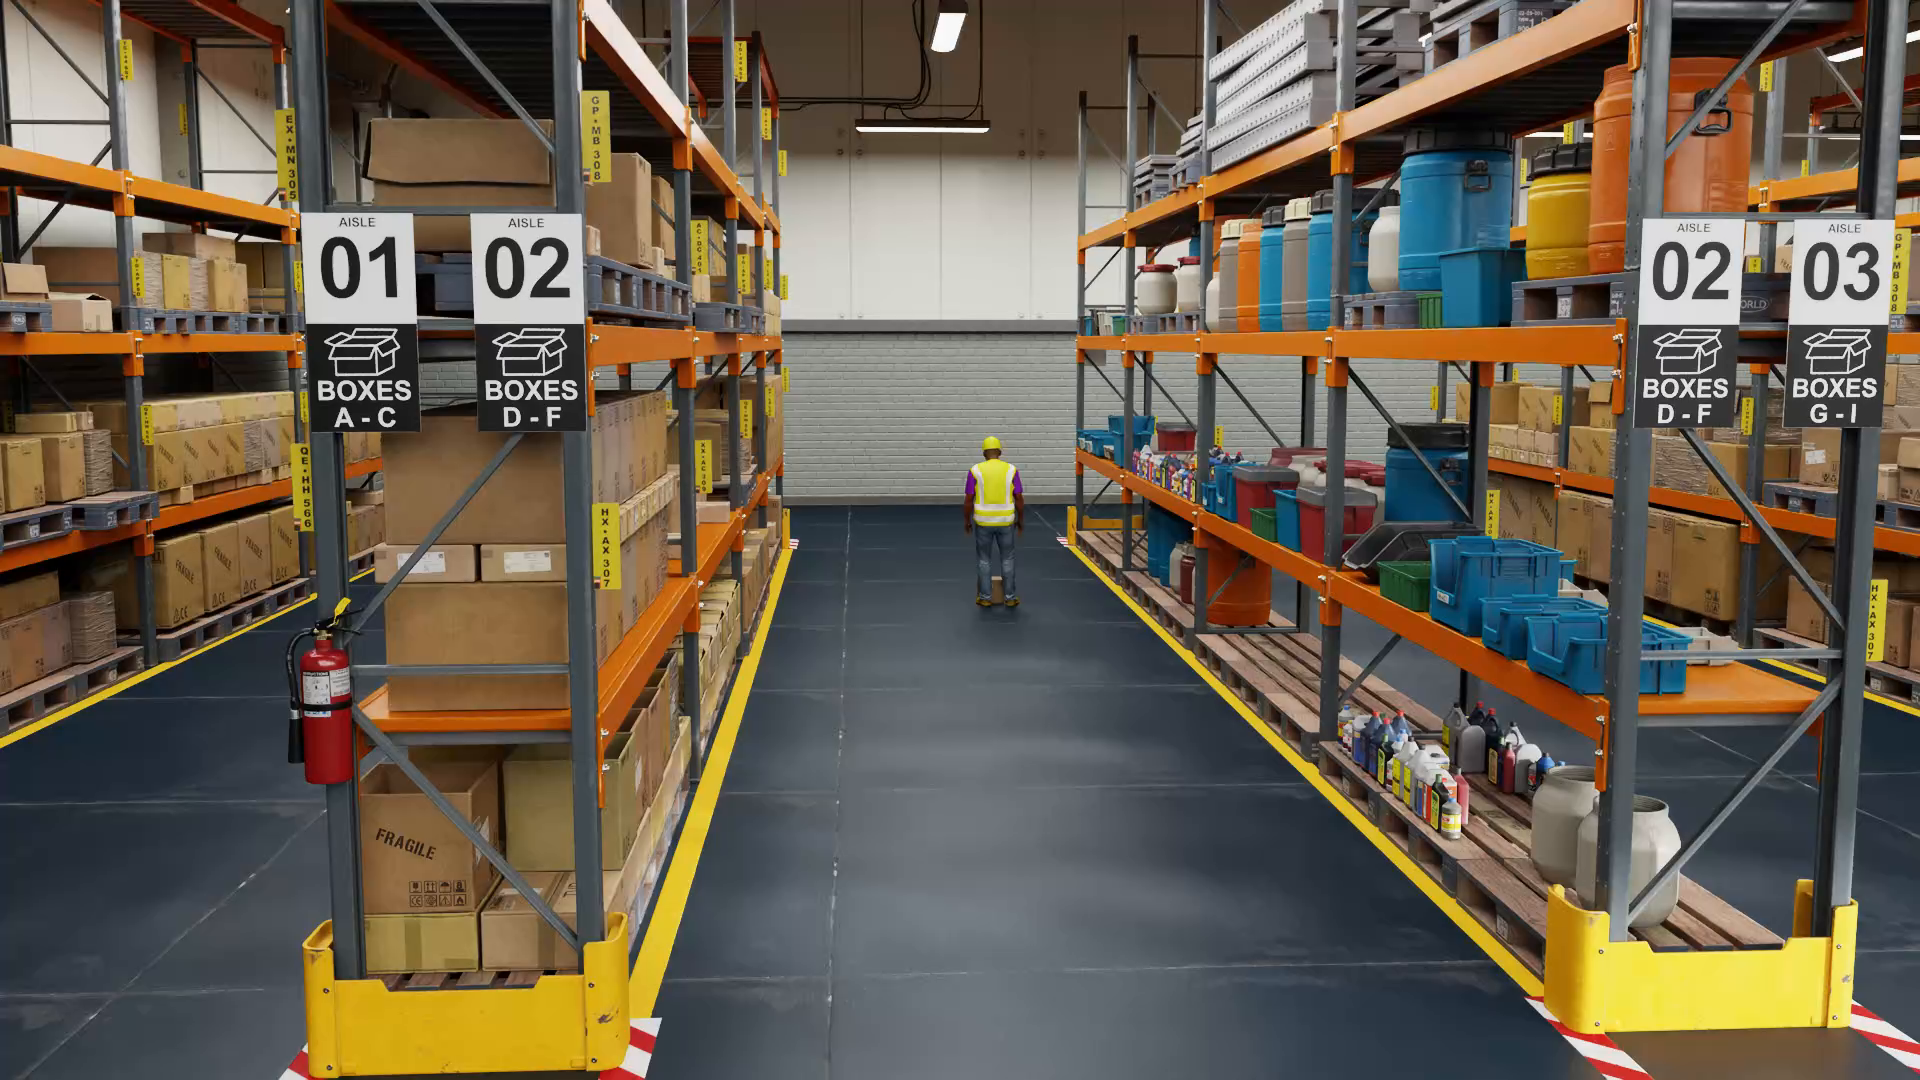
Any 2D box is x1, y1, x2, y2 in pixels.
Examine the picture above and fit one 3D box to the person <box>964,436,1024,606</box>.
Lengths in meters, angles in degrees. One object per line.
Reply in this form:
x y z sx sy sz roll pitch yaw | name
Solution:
0.354 -0.194 17.286 0.627 1.761 0.456 0 7 -3 | person
